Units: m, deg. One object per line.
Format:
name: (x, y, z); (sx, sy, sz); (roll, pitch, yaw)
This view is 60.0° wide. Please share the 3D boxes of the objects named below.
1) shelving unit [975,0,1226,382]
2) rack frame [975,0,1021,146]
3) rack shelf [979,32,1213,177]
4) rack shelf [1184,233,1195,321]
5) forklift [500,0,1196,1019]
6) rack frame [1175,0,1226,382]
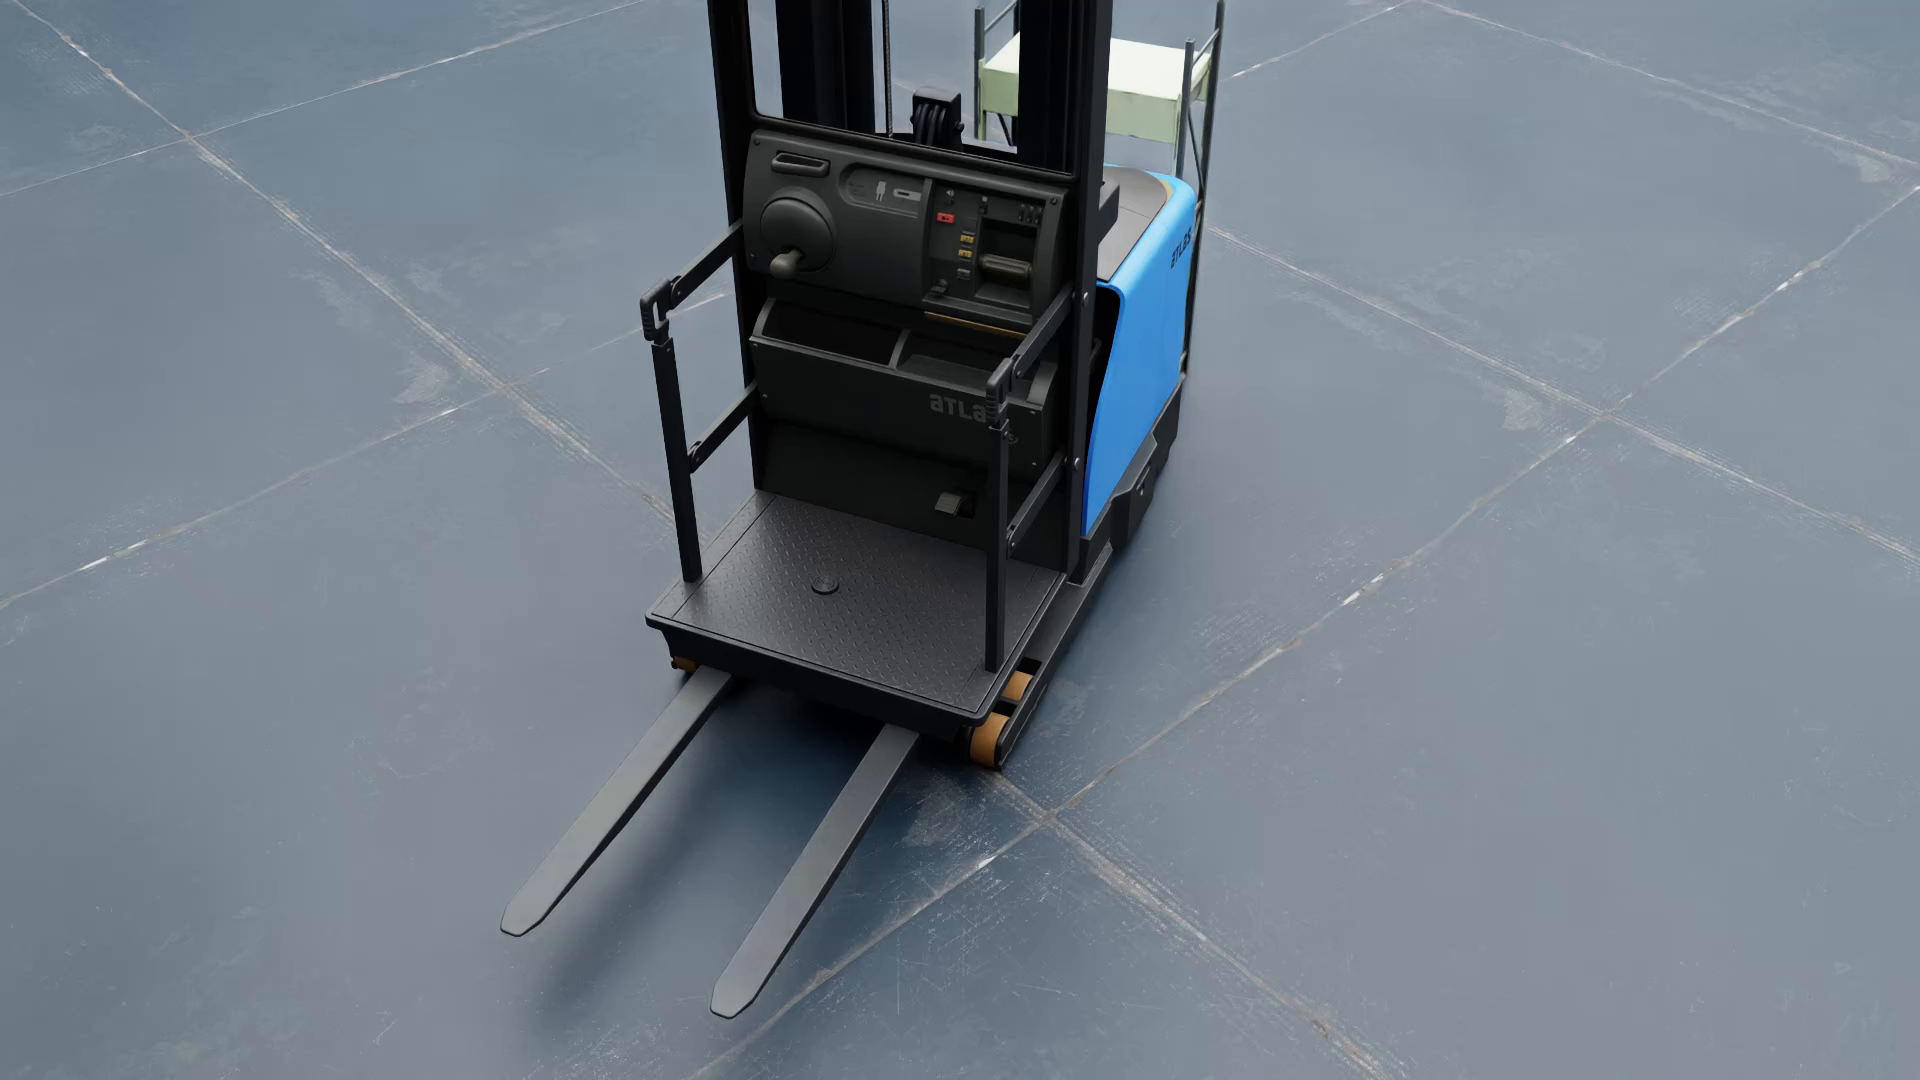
shelving unit: (0.477, -1.224, 6.071); (0.755, 1.500, 0.431); (15, 41, 18)
rack frame: (0.140, -1.313, 6.182); (0.023, 1.500, 0.400); (15, 41, 18)
rack shelf: (0.477, -1.527, 5.826); (0.720, 0.370, 0.431); (15, 41, 18)
rack shelf: (0.477, -0.971, 6.277); (0.720, 0.370, 0.431); (15, 41, 18)
forklift: (-0.251, -0.777, 4.379); (1.130, 2.935, 3.031); (15, 41, 18)
rack frame: (0.814, -1.135, 5.961); (0.023, 1.500, 0.400); (15, 41, 18)
